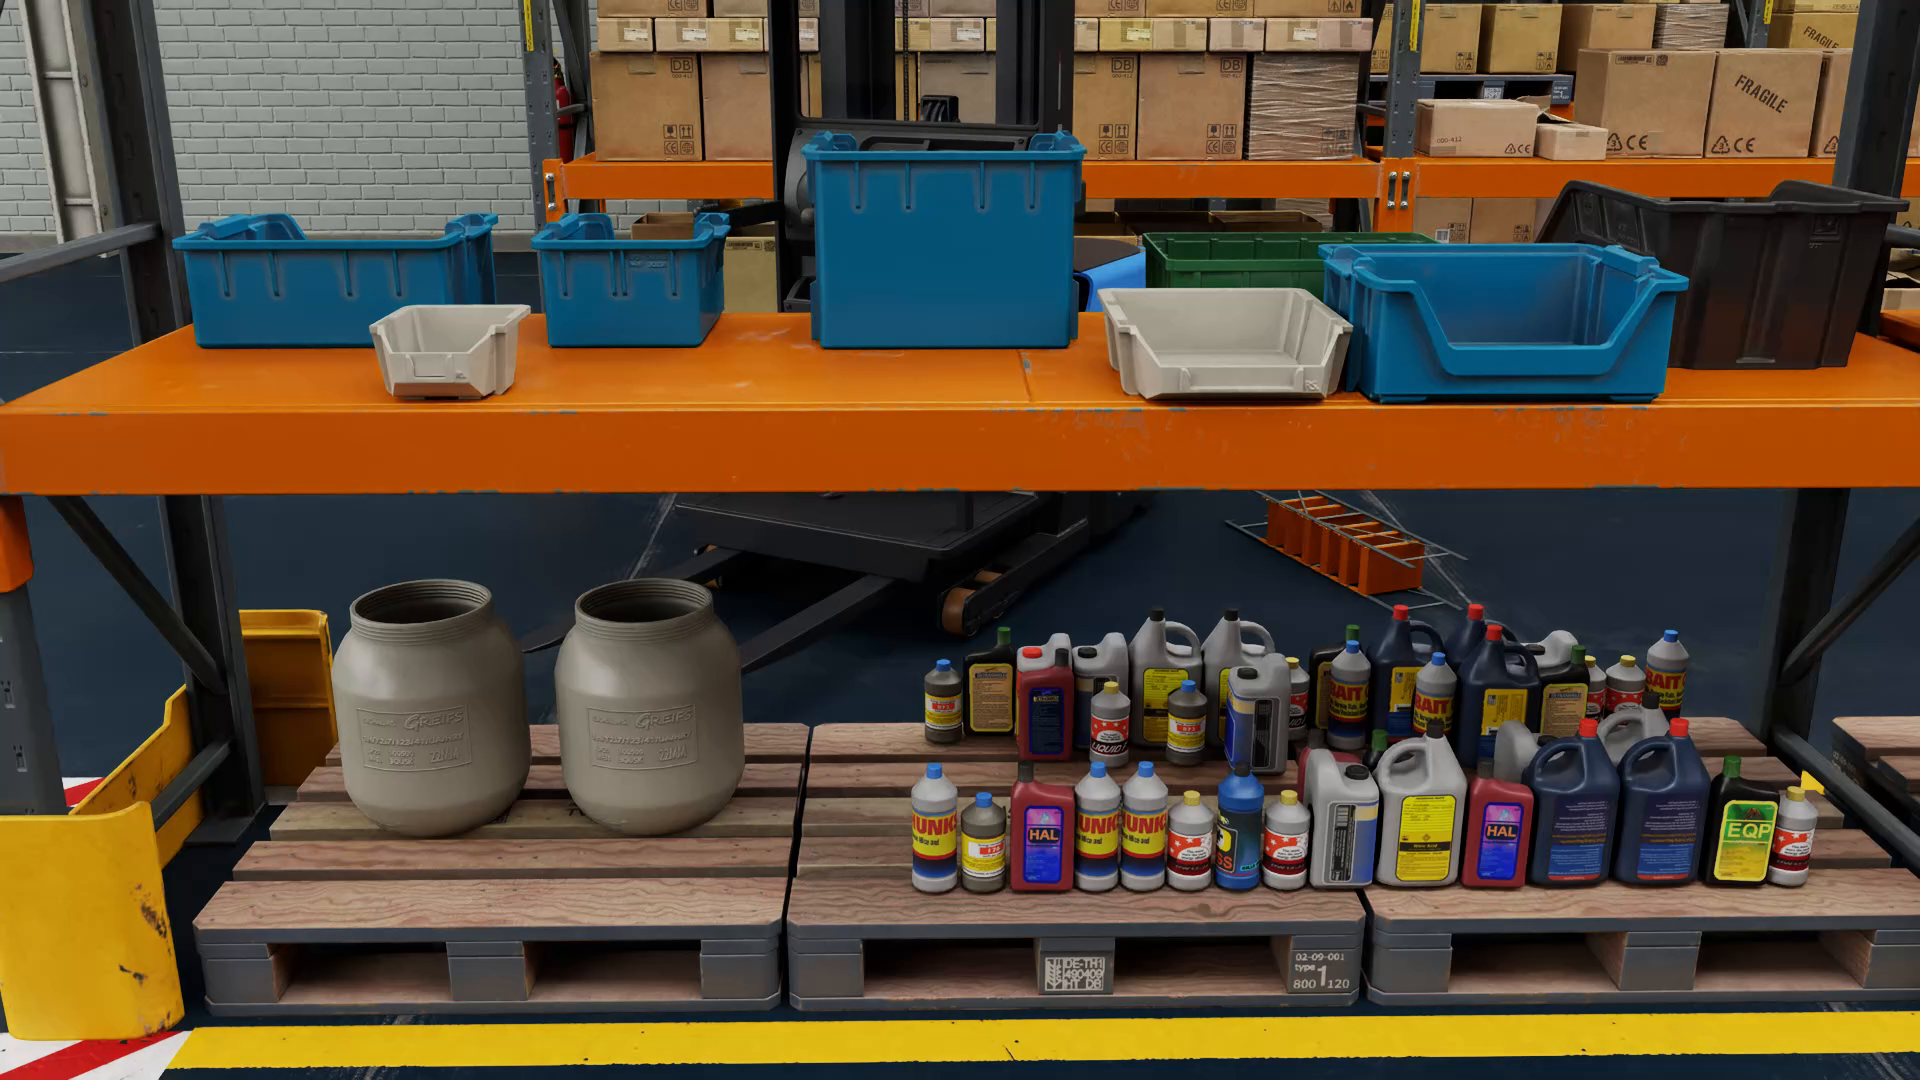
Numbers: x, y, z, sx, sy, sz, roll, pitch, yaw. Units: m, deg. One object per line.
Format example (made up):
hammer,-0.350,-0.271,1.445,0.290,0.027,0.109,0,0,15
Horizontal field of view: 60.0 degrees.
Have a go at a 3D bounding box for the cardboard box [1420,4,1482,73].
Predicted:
cardboard box,3.698,-3.883,12.859,0.500,0.500,0.700,2,18,7

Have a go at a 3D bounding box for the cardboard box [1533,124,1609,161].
cardboard box,2.943,-1.930,8.066,0.250,0.149,0.380,0,18,-1

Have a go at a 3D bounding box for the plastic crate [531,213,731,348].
plastic crate,-0.726,-0.600,3.752,0.408,0.251,0.499,0,18,-1

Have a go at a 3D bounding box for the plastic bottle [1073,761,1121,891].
plastic bottle,0.289,0.598,3.518,0.097,0.271,0.097,0,18,0

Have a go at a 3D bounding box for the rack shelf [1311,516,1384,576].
rack shelf,1.441,0.019,6.170,0.258,0.180,0.103,-7,19,-21

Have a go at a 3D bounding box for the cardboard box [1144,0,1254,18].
cardboard box,1.105,-2.767,7.974,0.500,0.500,0.700,0,18,-1

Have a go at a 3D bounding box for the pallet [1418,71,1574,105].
pallet,3.993,-3.527,12.946,1.213,0.211,1.003,0,18,-1

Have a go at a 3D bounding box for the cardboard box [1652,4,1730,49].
cardboard box,5.502,-3.892,12.886,0.500,0.500,0.700,-2,18,-7

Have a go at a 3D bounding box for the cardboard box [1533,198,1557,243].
cardboard box,4.735,-2.673,13.342,0.500,0.500,0.700,0,18,-1

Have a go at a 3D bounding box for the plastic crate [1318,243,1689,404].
plastic crate,1.026,-0.436,3.240,0.616,0.251,0.499,0,18,-1

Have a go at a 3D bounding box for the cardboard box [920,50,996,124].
cardboard box,0.069,-2.143,8.154,0.500,0.500,0.700,0,18,1

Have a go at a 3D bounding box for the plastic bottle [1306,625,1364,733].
plastic bottle,0.960,0.355,4.257,0.133,0.283,0.061,1,18,2

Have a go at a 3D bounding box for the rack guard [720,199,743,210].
rack guard,-1.952,-2.412,13.248,0.348,0.500,1.175,0,18,-1

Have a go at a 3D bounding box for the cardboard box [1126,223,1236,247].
cardboard box,1.093,-1.288,8.238,0.500,0.500,0.500,0,18,-1

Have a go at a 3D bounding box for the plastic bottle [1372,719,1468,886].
plastic bottle,0.974,0.550,3.538,0.185,0.351,0.144,0,18,-1

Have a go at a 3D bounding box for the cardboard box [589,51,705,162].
cardboard box,-1.479,-2.135,8.128,0.500,0.500,0.700,0,18,-1

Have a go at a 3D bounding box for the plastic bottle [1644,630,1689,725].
plastic bottle,1.803,0.362,4.255,0.097,0.271,0.097,0,18,0

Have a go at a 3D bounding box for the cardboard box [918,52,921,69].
cardboard box,-0.535,-3.807,12.491,0.500,0.500,0.500,-1,18,-3

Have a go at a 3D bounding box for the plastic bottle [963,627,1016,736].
plastic bottle,0.075,0.359,4.244,0.133,0.283,0.061,0,18,0

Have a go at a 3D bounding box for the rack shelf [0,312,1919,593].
rack shelf,0.128,-0.243,3.572,4.000,0.370,1.077,0,18,-1

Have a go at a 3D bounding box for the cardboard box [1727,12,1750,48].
cardboard box,6.439,-3.922,13.179,0.500,0.500,0.500,0,18,-1

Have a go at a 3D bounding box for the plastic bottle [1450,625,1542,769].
plastic bottle,1.317,0.378,4.076,0.185,0.351,0.144,0,18,-1

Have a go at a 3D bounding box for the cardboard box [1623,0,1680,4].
cardboard box,5.305,-4.189,12.751,0.250,0.149,0.380,-3,18,-10

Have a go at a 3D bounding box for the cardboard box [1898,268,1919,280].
cardboard box,5.014,-1.203,8.283,0.500,0.311,0.500,-1,18,-2

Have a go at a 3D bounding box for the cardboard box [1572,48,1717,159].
cardboard box,3.349,-2.157,8.197,0.500,0.500,0.500,1,18,3

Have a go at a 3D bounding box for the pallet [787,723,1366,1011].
pallet,0.233,0.730,3.927,1.213,0.211,1.003,0,18,-1

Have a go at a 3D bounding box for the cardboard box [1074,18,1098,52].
cardboard box,0.516,-2.392,7.868,0.250,0.149,0.380,0,18,1

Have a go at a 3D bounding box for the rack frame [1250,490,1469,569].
rack frame,1.412,-0.090,6.207,0.240,0.006,1.200,-7,19,-21

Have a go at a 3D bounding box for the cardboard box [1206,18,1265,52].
cardboard box,1.276,-2.395,7.878,0.250,0.149,0.380,-1,18,-2

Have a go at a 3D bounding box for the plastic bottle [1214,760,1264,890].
plastic bottle,0.592,0.597,3.522,0.097,0.271,0.097,0,18,0

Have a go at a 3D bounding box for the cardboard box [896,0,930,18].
cardboard box,-0.396,-2.760,7.952,0.500,0.500,0.700,0,18,-1

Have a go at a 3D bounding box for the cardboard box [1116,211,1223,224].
cardboard box,1.085,-1.444,8.726,0.500,0.500,0.500,0,18,-1

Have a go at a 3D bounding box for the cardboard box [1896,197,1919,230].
cardboard box,7.585,-2.782,13.142,0.750,0.750,0.750,0,18,-1

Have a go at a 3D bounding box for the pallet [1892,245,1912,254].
pallet,6.761,-2.293,13.351,1.213,0.211,1.003,0,18,-1

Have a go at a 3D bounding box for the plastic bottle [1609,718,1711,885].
plastic bottle,1.489,0.548,3.546,0.185,0.351,0.144,-1,18,-2

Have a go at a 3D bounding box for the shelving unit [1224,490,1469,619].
shelving unit,1.412,-0.003,6.236,0.258,0.189,1.200,-7,19,-21

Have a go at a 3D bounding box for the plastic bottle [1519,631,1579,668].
plastic bottle,1.480,0.370,4.223,0.135,0.276,0.152,0,18,1

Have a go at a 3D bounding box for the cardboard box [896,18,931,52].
cardboard box,-0.262,-2.388,7.856,0.250,0.149,0.380,-1,18,-2

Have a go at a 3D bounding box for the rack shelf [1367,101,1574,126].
rack shelf,3.972,-3.288,13.065,4.000,0.370,1.077,0,18,-1

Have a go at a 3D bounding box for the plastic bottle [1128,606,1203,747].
plastic bottle,0.515,0.338,4.201,0.185,0.351,0.144,0,18,1

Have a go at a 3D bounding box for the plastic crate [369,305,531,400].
plastic crate,-0.971,-0.356,3.180,0.250,0.136,0.298,0,18,-1

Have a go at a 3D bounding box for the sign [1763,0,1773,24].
sign,5.989,-3.988,12.304,0.005,0.325,0.100,0,18,-1

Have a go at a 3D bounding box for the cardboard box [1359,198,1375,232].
cardboard box,3.223,-2.667,13.322,0.500,0.500,0.700,-1,18,-2

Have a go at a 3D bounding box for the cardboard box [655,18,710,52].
cardboard box,-1.286,-2.384,7.841,0.250,0.149,0.380,-1,18,-2

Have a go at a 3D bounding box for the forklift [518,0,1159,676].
forklift,-0.295,-1.228,5.577,1.130,2.935,3.031,9,20,27

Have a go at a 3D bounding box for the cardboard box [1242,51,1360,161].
cardboard box,1.610,-2.152,8.181,0.500,0.500,0.700,-1,18,-2

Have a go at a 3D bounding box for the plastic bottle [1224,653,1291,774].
plastic bottle,0.728,0.417,4.074,0.135,0.276,0.152,0,18,-1

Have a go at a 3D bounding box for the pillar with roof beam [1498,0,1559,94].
pillar with roof beam,4.726,-5.440,8.774,0.400,9.000,9.100,0,18,-1

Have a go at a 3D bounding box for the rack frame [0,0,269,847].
rack frame,-1.871,-0.576,3.432,0.127,3.000,1.000,0,18,-1

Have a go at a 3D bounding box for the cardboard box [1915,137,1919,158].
cardboard box,4.779,-1.984,8.234,0.250,0.149,0.380,1,18,3

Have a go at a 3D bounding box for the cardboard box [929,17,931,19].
cardboard box,-0.272,-2.512,8.242,0.250,0.149,0.380,0,18,1

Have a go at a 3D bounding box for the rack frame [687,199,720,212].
rack frame,-2.028,-3.602,12.865,0.127,3.000,1.000,0,18,-1

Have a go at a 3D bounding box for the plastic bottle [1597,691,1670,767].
plastic bottle,1.487,0.504,3.683,0.185,0.351,0.144,0,18,-1

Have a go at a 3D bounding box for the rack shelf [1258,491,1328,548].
rack shelf,1.303,-0.085,6.486,0.258,0.180,0.103,-7,19,-21

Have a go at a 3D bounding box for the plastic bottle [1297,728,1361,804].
plastic bottle,0.809,0.549,3.651,0.133,0.283,0.061,0,18,-1

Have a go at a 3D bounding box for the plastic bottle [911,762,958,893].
plastic bottle,-0.054,0.600,3.512,0.097,0.271,0.097,0,18,0
